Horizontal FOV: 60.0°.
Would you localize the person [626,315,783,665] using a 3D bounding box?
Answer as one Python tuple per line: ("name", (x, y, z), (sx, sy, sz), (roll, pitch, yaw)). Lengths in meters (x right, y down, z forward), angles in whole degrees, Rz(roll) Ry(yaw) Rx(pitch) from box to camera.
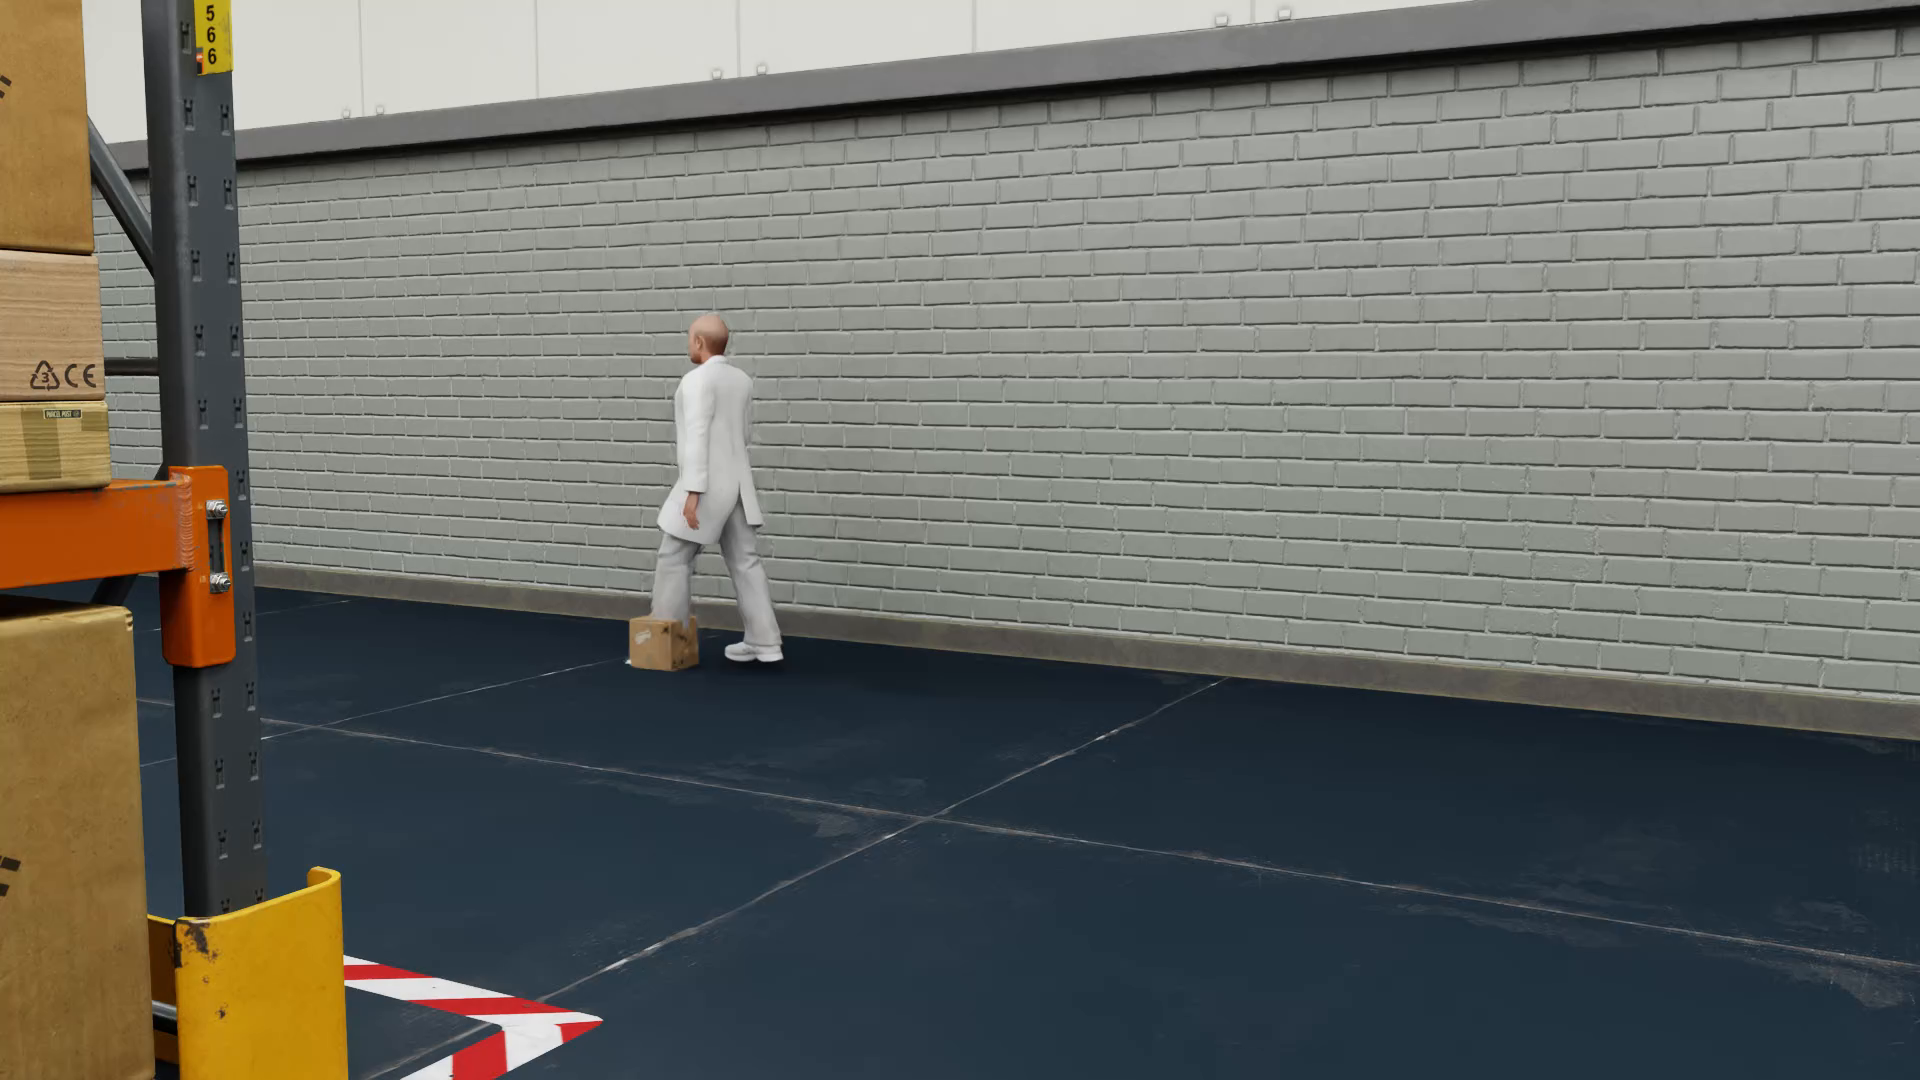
("person", (-1.289, -0.226, 8.398), (0.877, 1.807, 0.631), (3, 7, 30))
